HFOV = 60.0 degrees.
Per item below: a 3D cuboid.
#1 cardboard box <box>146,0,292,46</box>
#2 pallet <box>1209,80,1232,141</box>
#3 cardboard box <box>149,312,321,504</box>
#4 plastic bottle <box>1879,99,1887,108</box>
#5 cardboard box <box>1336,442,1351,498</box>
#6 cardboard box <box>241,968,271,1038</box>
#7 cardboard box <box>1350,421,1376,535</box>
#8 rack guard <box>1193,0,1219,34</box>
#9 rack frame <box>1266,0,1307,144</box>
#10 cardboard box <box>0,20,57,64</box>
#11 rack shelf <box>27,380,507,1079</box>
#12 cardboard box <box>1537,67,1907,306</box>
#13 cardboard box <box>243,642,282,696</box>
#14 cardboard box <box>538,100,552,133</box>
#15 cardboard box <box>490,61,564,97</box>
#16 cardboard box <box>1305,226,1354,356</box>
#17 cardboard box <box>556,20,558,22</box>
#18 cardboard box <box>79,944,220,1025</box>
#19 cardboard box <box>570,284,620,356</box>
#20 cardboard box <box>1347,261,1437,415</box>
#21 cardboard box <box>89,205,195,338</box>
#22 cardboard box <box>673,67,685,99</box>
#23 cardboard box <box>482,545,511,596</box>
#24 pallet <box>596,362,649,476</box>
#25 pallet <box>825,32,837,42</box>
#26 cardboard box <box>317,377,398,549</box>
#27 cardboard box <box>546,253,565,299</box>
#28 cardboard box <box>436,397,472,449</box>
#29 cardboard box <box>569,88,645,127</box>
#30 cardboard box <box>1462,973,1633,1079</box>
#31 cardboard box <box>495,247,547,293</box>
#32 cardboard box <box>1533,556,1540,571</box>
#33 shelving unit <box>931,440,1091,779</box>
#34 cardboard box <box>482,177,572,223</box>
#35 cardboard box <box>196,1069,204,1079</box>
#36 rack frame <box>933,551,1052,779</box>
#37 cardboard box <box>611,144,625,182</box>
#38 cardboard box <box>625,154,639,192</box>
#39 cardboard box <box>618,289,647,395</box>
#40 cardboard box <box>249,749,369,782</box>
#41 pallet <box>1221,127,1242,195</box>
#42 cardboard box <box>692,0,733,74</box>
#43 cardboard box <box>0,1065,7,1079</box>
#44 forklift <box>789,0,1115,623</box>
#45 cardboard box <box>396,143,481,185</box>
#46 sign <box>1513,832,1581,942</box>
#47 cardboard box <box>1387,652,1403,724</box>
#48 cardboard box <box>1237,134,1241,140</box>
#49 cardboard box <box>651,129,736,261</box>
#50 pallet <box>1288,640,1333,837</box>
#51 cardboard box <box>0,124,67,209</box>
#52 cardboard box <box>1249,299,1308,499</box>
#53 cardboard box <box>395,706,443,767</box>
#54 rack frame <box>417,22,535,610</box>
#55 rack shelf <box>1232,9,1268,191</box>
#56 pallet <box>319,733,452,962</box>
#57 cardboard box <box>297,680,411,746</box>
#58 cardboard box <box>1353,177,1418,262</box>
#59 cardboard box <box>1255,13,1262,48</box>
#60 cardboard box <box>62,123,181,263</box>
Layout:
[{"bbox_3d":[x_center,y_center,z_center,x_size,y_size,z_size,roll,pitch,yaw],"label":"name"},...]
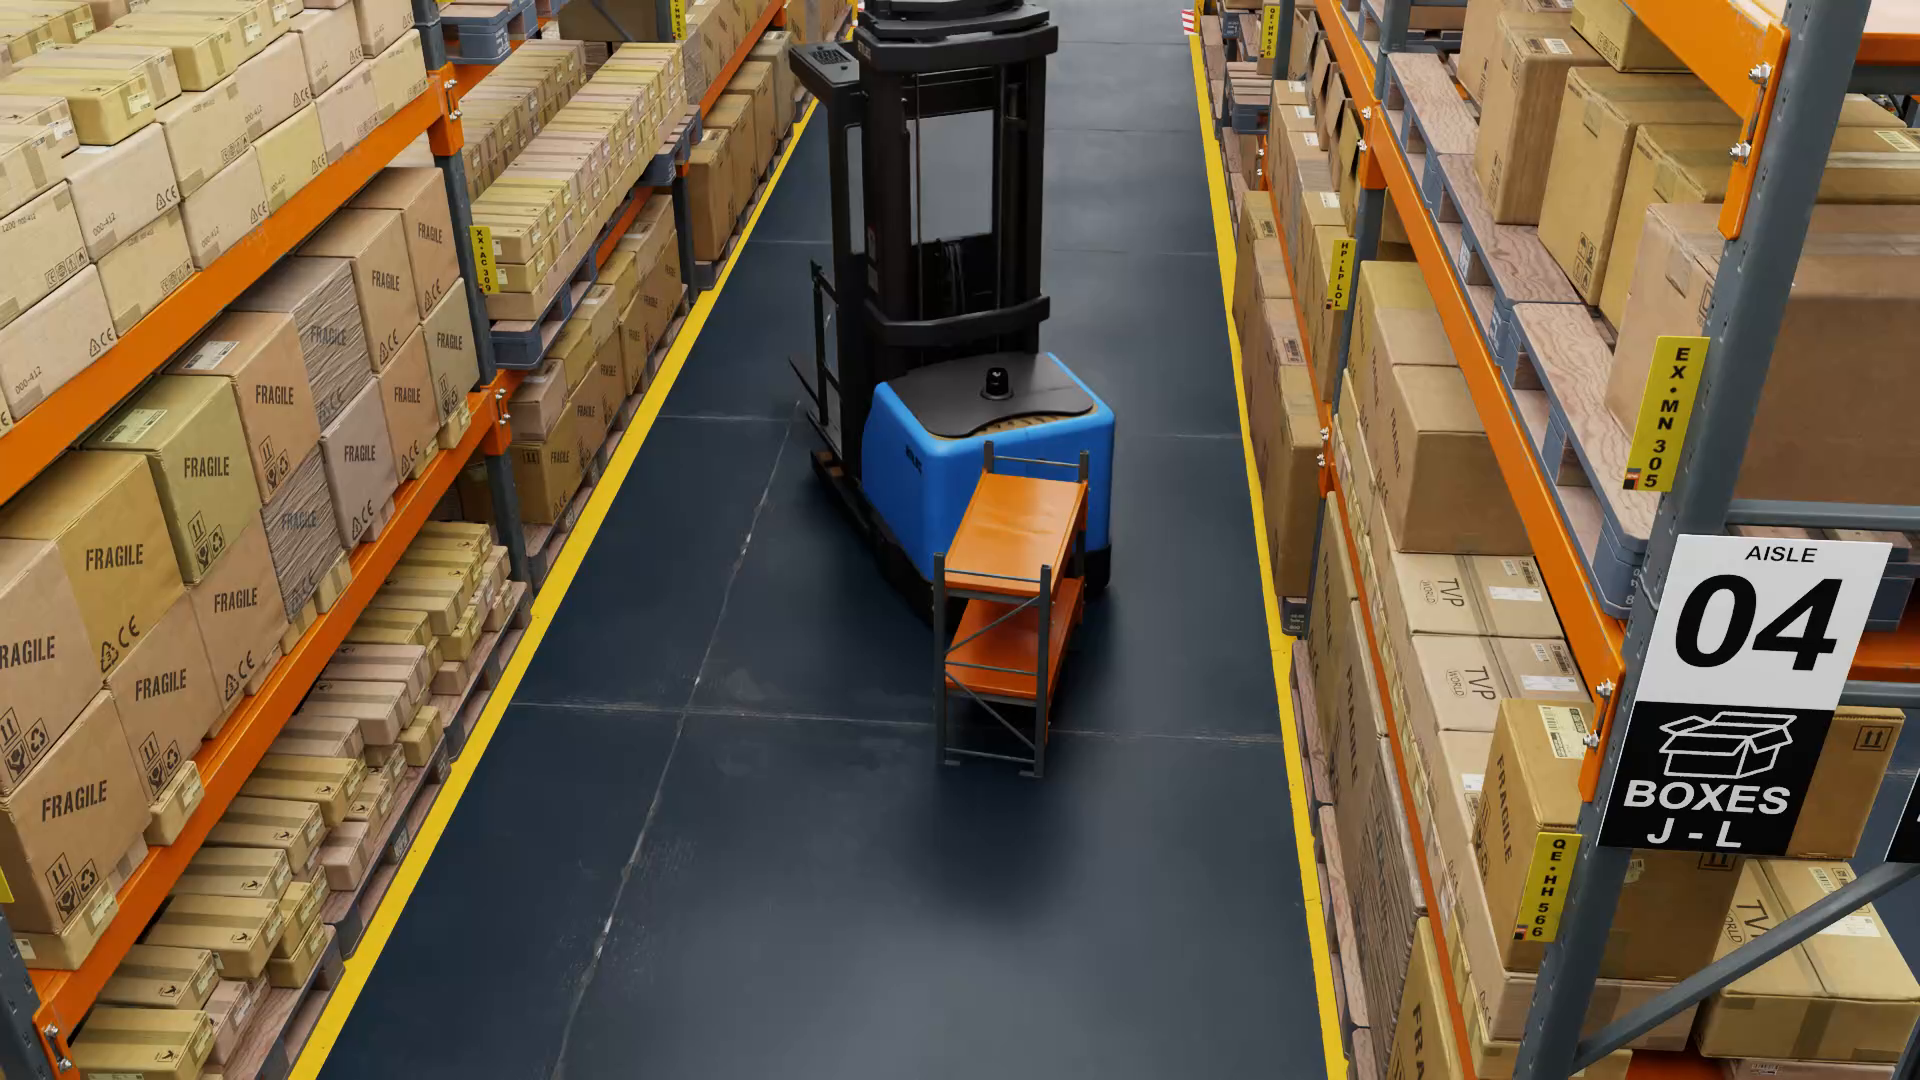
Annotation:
[{"bbox_3d":[-2.564,-1.816,5.764,0.380,0.149,0.250,1,32,2],"label":"cardboard box"},{"bbox_3d":[2.872,-4.025,15.579,1.003,0.211,1.213,2,32,4],"label":"pallet"},{"bbox_3d":[-2.621,-0.469,5.820,0.500,0.500,0.500,1,32,2],"label":"cardboard box"},{"bbox_3d":[8.260,-3.845,14.877,0.097,0.201,0.097,0,32,0],"label":"plastic bottle"},{"bbox_3d":[1.824,-0.291,7.103,0.380,0.149,0.250,1,32,2],"label":"cardboard box"},{"bbox_3d":[-2.745,1.655,6.022,0.380,0.149,0.250,3,32,5],"label":"cardboard box"},{"bbox_3d":[1.857,-0.244,6.647,0.500,0.250,0.500,2,32,4],"label":"cardboard box"},{"bbox_3d":[3.172,-5.847,18.261,1.175,0.500,0.348,2,32,4],"label":"rack guard"},{"bbox_3d":[2.527,-2.767,10.882,1.000,3.000,0.127,2,32,4],"label":"rack frame"},{"bbox_3d":[-3.162,-1.572,5.369,0.380,0.149,0.250,2,32,3],"label":"cardboard box"},{"bbox_3d":[-2.897,0.411,6.409,1.077,0.370,4.000,2,32,4],"label":"rack shelf"},{"bbox_3d":[2.024,-0.961,4.500,0.700,0.500,0.500,0,32,1],"label":"cardboard box"},{"bbox_3d":[-2.673,0.419,5.950,0.380,0.149,0.250,2,32,3],"label":"cardboard box"},{"bbox_3d":[-2.706,-2.573,10.122,0.380,0.149,0.250,3,32,4],"label":"cardboard box"},{"bbox_3d":[-2.683,-2.855,10.296,0.380,0.149,0.250,2,32,4],"label":"cardboard box"},{"bbox_3d":[2.014,-1.233,8.296,0.500,0.500,0.500,3,32,6],"label":"cardboard box"},{"bbox_3d":[-2.597,-3.582,12.109,0.500,0.500,0.500,2,32,4],"label":"cardboard box"},{"bbox_3d":[-2.776,1.524,5.668,0.380,0.149,0.250,3,32,5],"label":"cardboard box"},{"bbox_3d":[-2.324,-1.295,9.759,0.500,0.250,0.500,4,32,6],"label":"cardboard box"},{"bbox_3d":[1.907,-0.818,6.864,0.500,0.500,0.500,2,32,4],"label":"cardboard box"},{"bbox_3d":[-2.692,-0.831,5.023,0.500,0.250,0.500,1,32,2],"label":"cardboard box"},{"bbox_3d":[-1.995,-2.953,10.738,0.380,0.149,0.250,3,32,5],"label":"cardboard box"},{"bbox_3d":[-2.443,0.146,8.188,0.380,0.149,0.250,3,32,5],"label":"cardboard box"},{"bbox_3d":[-2.575,-0.800,10.347,1.003,0.211,1.213,2,32,4],"label":"pallet"},{"bbox_3d":[-1.846,-4.971,17.114,1.003,0.211,1.213,2,32,4],"label":"pallet"},{"bbox_3d":[-2.577,-0.313,6.520,0.500,0.500,0.500,2,32,4],"label":"cardboard box"},{"bbox_3d":[-2.227,-1.344,8.411,0.380,0.149,0.250,3,32,5],"label":"cardboard box"},{"bbox_3d":[-2.436,-0.535,7.498,0.380,0.149,0.250,2,32,3],"label":"cardboard box"},{"bbox_3d":[-2.079,-2.548,9.797,0.380,0.149,0.250,2,32,4],"label":"cardboard box"},{"bbox_3d":[1.576,1.322,4.485,0.380,0.149,0.250,3,32,5],"label":"cardboard box"},{"bbox_3d":[-2.243,-1.325,8.097,0.380,0.149,0.250,3,32,5],"label":"cardboard box"},{"bbox_3d":[2.346,0.041,6.184,0.500,0.250,0.500,3,32,5],"label":"cardboard box"},{"bbox_3d":[0.247,0.303,7.687,0.538,1.125,1.048,7,32,11],"label":"shelving unit"},{"bbox_3d":[-2.203,-1.732,8.473,0.380,0.149,0.250,3,32,4],"label":"cardboard box"},{"bbox_3d":[-2.761,1.796,5.510,0.380,0.149,0.250,4,32,6],"label":"cardboard box"},{"bbox_3d":[0.135,0.563,7.265,0.500,1.125,0.032,7,32,11],"label":"rack frame"},{"bbox_3d":[-2.118,-2.143,9.424,0.380,0.149,0.250,2,32,3],"label":"cardboard box"},{"bbox_3d":[-2.100,-2.156,9.728,0.380,0.149,0.250,3,32,5],"label":"cardboard box"},{"bbox_3d":[-2.274,-1.243,10.390,0.500,0.500,0.500,1,32,2],"label":"cardboard box"},{"bbox_3d":[-2.682,0.967,6.855,0.380,0.149,0.250,4,32,6],"label":"cardboard box"},{"bbox_3d":[2.791,-3.265,14.346,1.003,0.211,1.213,2,32,4],"label":"pallet"},{"bbox_3d":[-2.023,-3.828,12.507,0.500,0.500,0.500,2,32,4],"label":"cardboard box"},{"bbox_3d":[-3.269,1.645,5.472,0.380,0.149,0.250,3,32,5],"label":"cardboard box"},{"bbox_3d":[-0.231,-1.585,9.028,1.130,2.935,3.031,-12,34,-19],"label":"forklift"},{"bbox_3d":[-2.807,-2.025,8.949,0.380,0.149,0.250,1,32,2],"label":"cardboard box"},{"bbox_3d":[1.336,0.792,3.777,0.100,0.325,0.005,2,32,4],"label":"sign"},{"bbox_3d":[1.701,0.523,5.782,0.380,0.149,0.250,3,32,5],"label":"cardboard box"},{"bbox_3d":[2.781,-3.662,14.296,0.700,0.500,0.500,0,32,0],"label":"cardboard box"},{"bbox_3d":[-2.269,-2.568,12.302,1.050,0.750,0.750,2,32,3],"label":"cardboard box"},{"bbox_3d":[2.061,0.906,7.579,1.003,0.211,1.213,2,32,4],"label":"pallet"},{"bbox_3d":[-2.652,-1.003,4.445,0.380,0.149,0.250,3,32,5],"label":"cardboard box"},{"bbox_3d":[2.305,-0.753,9.238,1.225,0.875,0.875,1,32,2],"label":"cardboard box"},{"bbox_3d":[-2.510,0.855,7.320,0.380,0.149,0.250,2,32,4],"label":"cardboard box"},{"bbox_3d":[-2.734,-0.941,7.917,1.000,3.000,0.127,2,32,4],"label":"rack frame"},{"bbox_3d":[2.690,-3.507,12.767,1.077,0.370,4.000,2,32,4],"label":"rack shelf"},{"bbox_3d":[-2.850,1.239,7.038,1.003,0.211,1.213,2,32,4],"label":"pallet"},{"bbox_3d":[-2.536,0.723,6.967,0.380,0.149,0.250,1,32,2],"label":"cardboard box"},{"bbox_3d":[2.245,-1.480,7.741,0.797,0.503,0.637,2,32,3],"label":"cardboard box"},{"bbox_3d":[2.394,-3.773,12.240,0.396,0.266,0.258,2,32,3],"label":"cardboard box"},{"bbox_3d":[-2.670,-1.030,4.870,0.500,0.250,0.500,3,32,5],"label":"cardboard box"}]
